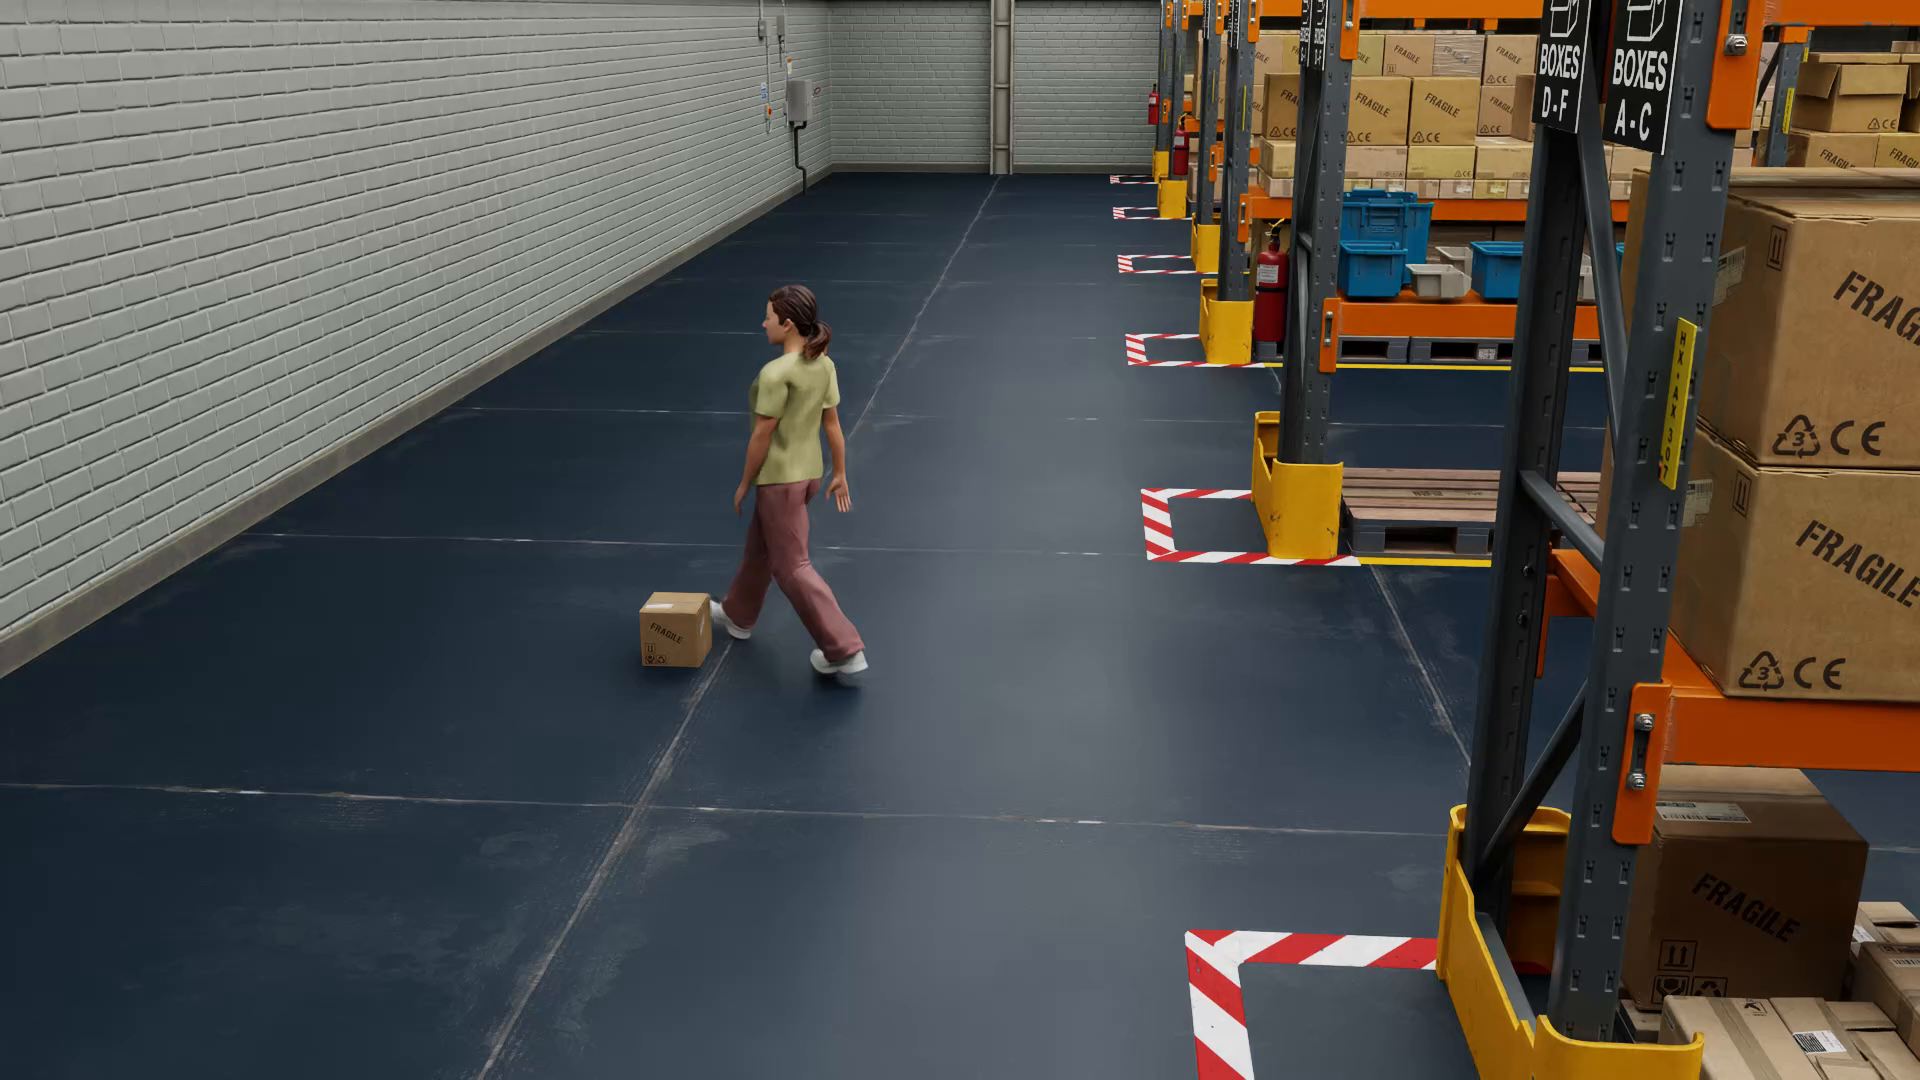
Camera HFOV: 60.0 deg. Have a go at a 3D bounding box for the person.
[{"bbox_3d":[-0.784,-0.258,6.963,1.041,1.590,0.461,9,20,27],"label":"person"}]
